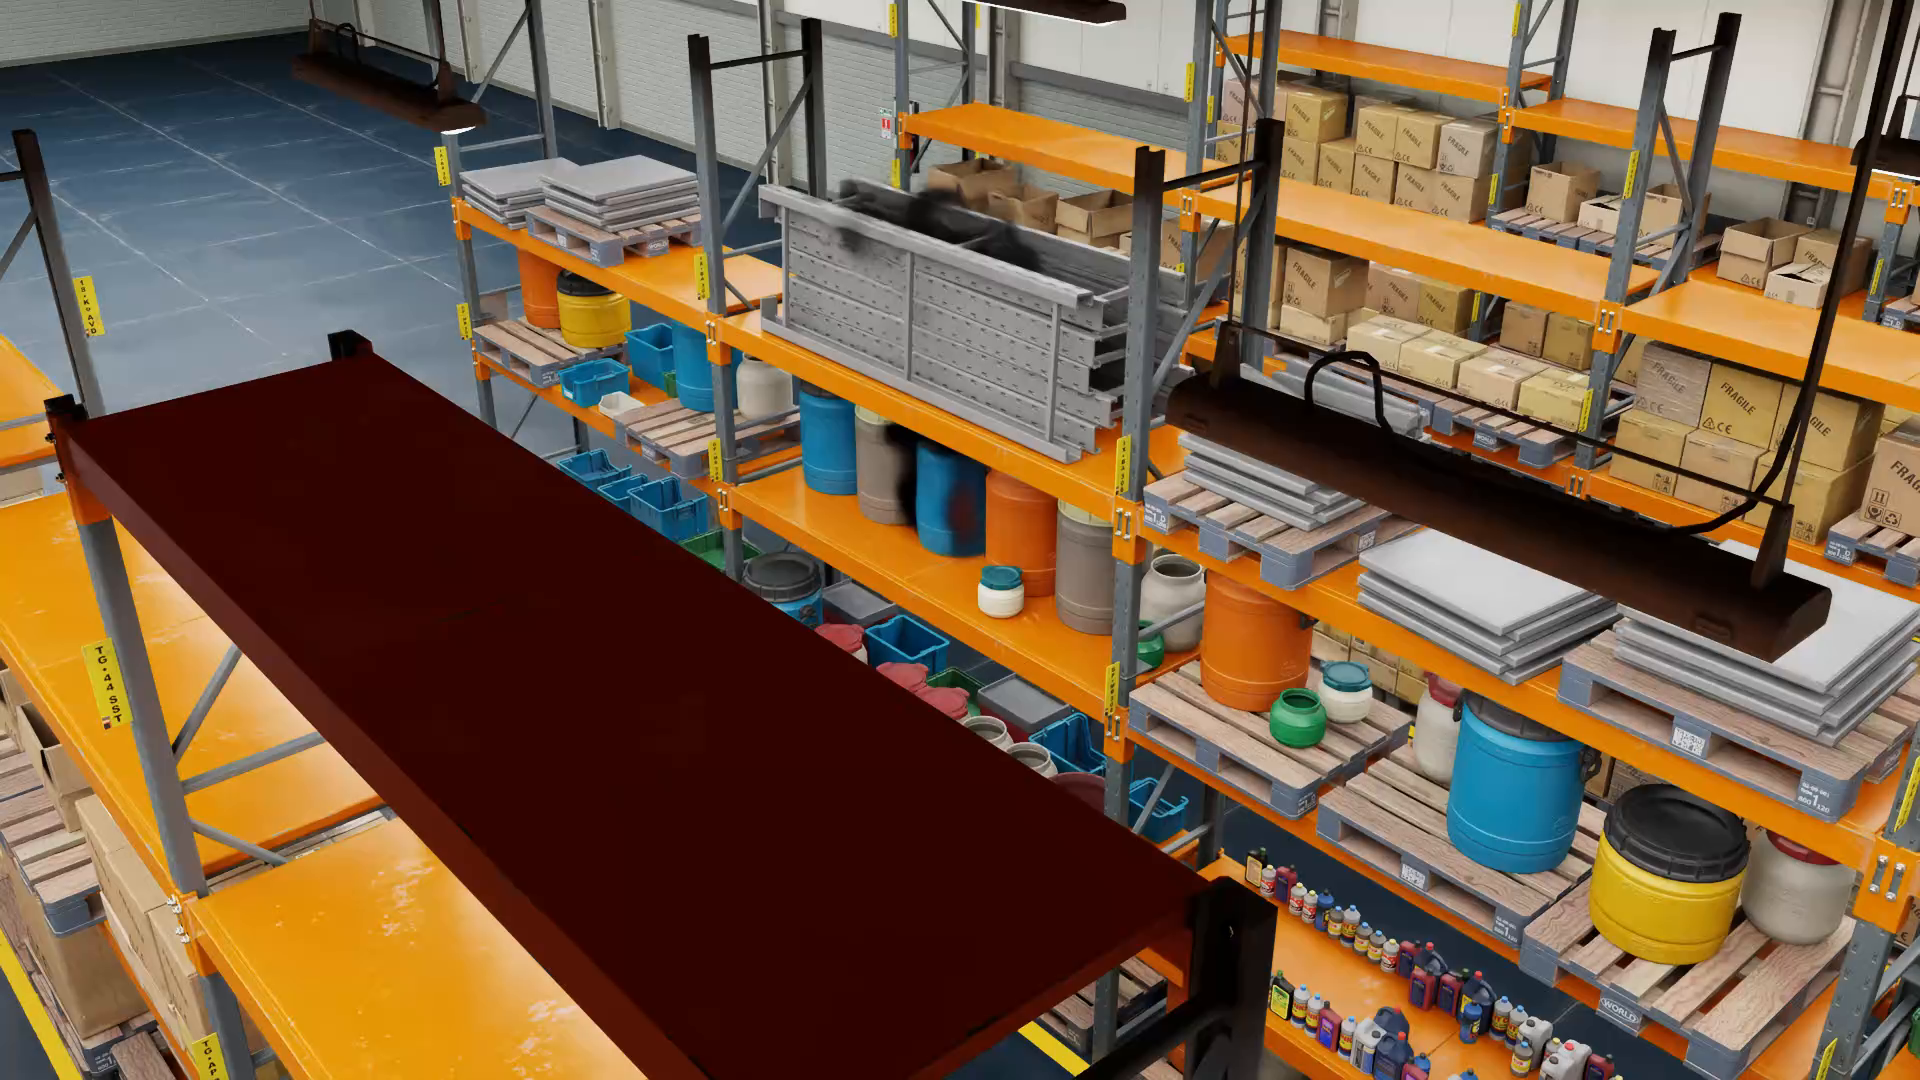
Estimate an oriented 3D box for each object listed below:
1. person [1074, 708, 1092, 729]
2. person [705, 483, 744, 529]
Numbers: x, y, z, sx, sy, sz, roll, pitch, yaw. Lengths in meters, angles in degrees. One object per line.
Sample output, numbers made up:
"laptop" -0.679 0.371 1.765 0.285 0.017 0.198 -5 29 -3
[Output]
"person" 1.238 0.900 13.372 0.823 1.672 0.557 19 33 33
"person" -2.353 -0.481 16.597 0.932 1.684 0.588 21 34 36
